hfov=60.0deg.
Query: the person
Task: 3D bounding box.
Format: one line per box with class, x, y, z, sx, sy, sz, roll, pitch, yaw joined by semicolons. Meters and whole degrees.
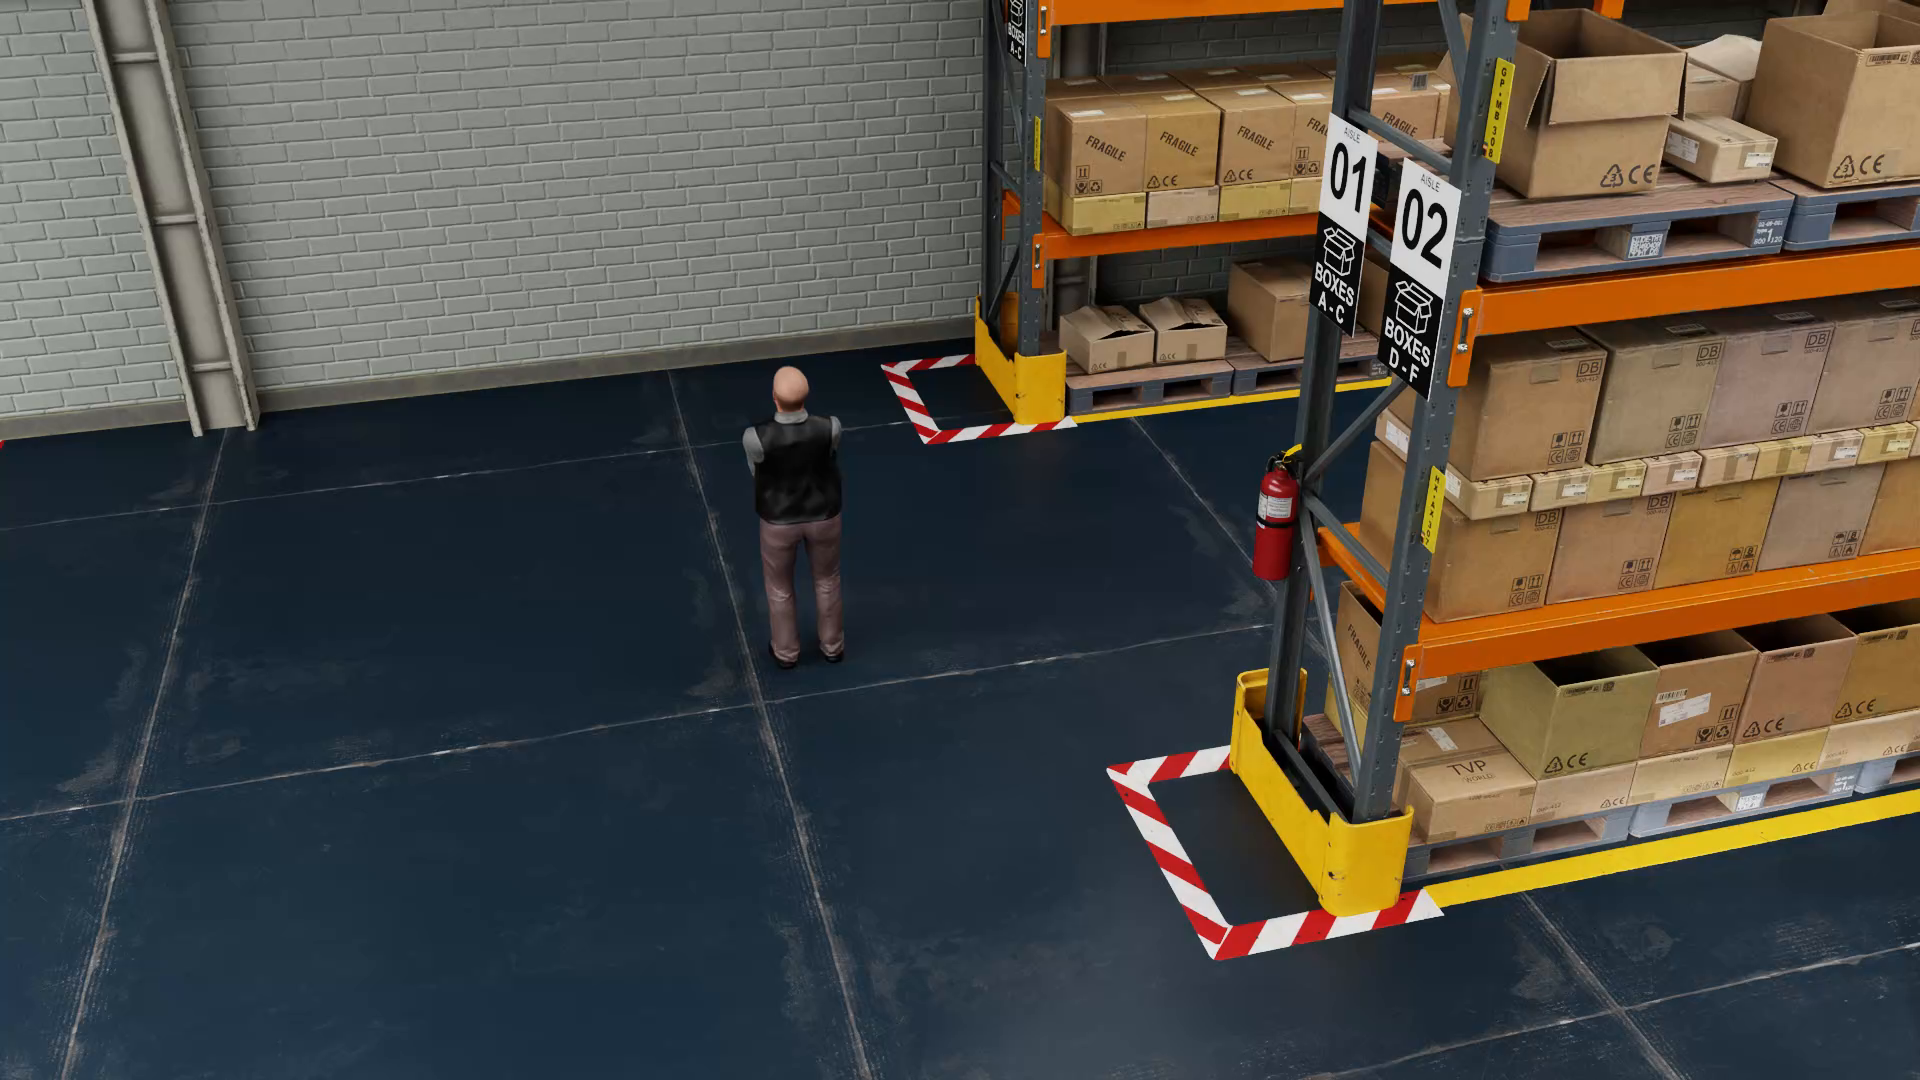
person;-0.855;-0.161;8.553;0.490;1.711;0.560;-7;31;-13
